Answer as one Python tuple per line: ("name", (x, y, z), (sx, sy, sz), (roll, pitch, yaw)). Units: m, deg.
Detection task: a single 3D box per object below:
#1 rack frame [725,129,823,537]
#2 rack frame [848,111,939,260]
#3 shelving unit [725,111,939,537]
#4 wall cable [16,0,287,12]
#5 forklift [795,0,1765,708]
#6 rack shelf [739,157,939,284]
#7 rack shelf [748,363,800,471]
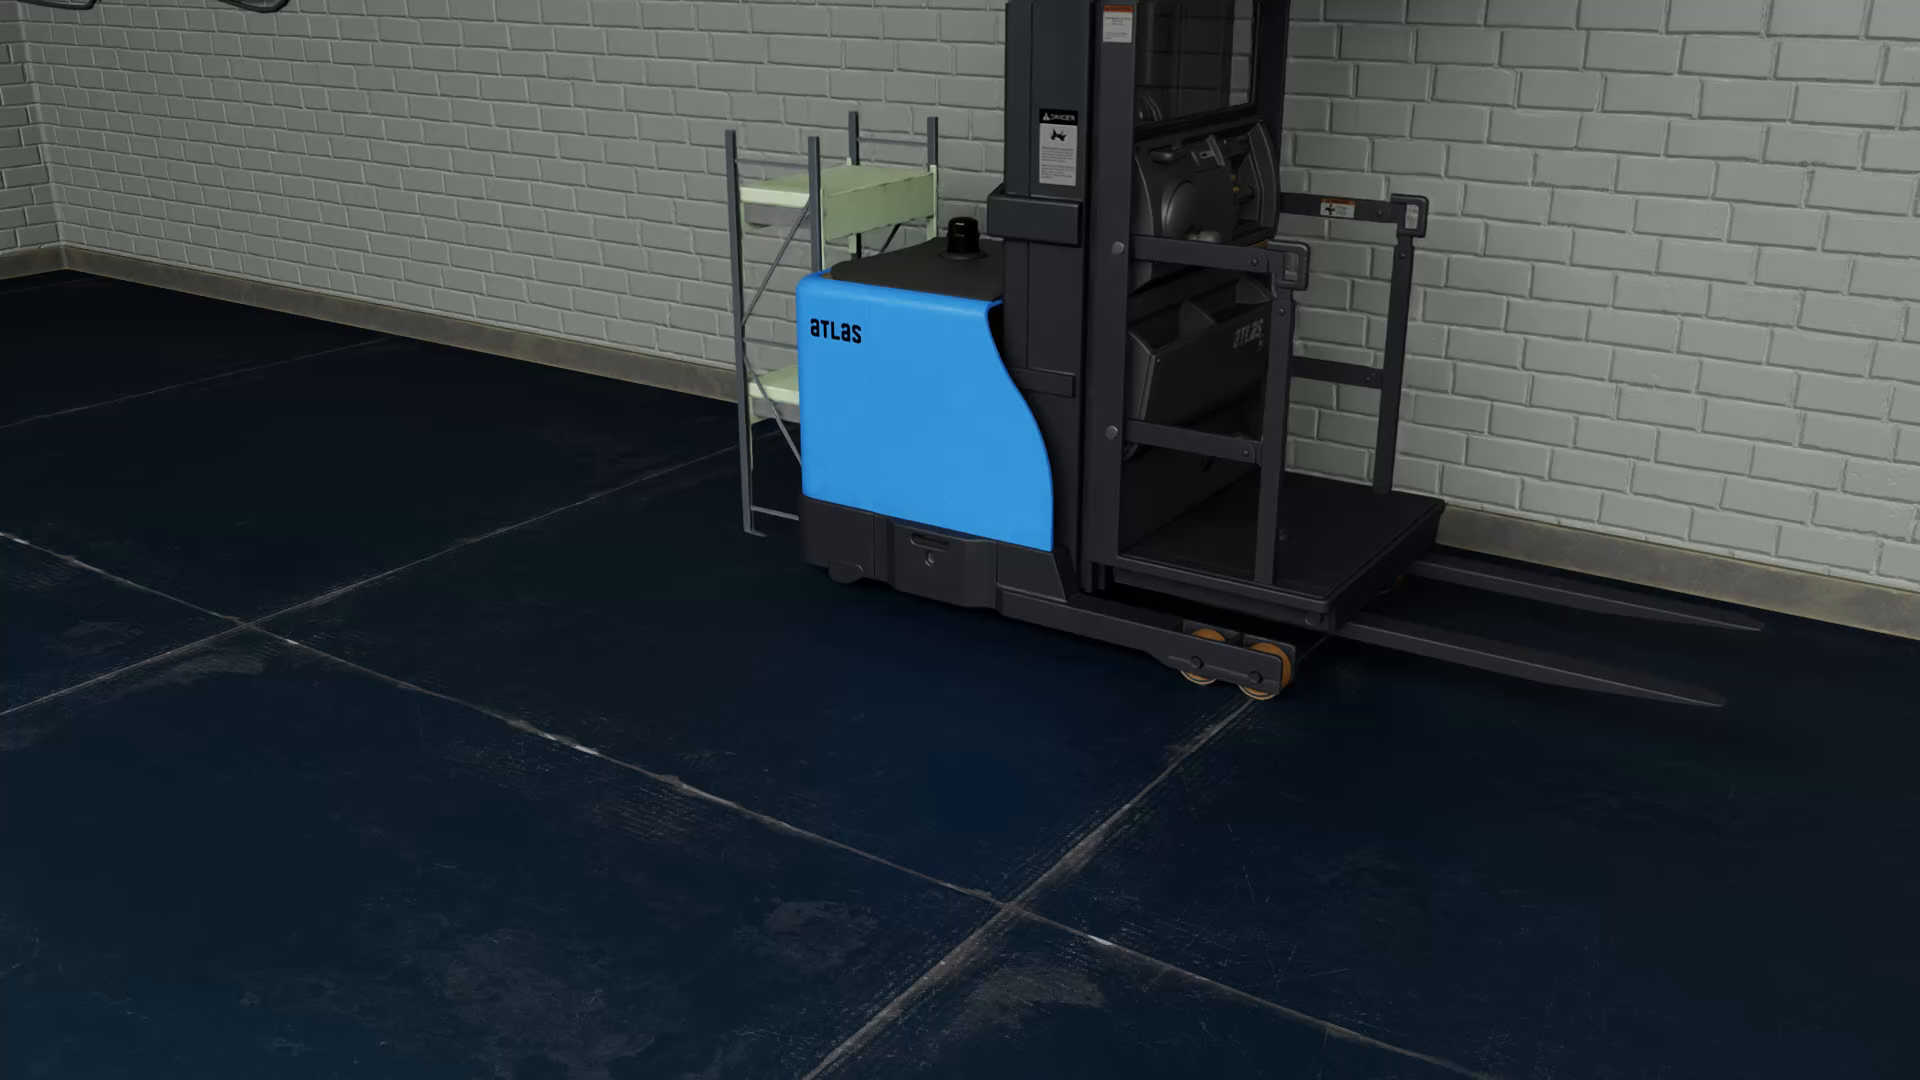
("rack frame", (-0.650, -0.699, 5.992), (0.400, 1.500, 0.023), (13, 24, 30))
("rack frame", (-0.256, -0.913, 6.570), (0.400, 1.500, 0.023), (13, 24, 30))
("shelving unit", (-0.453, -0.806, 6.281), (0.431, 1.500, 0.755), (13, 24, 30))
("wall cable", (-4.840, -4.302, 9.401), (3.097, 2.526, 0.112), (13, 24, 32))
("forklift", (0.946, -1.107, 5.032), (3.031, 2.935, 1.130), (13, 24, 31))
("rack shelf", (-0.453, -1.172, 6.146), (0.431, 0.370, 0.720), (13, 24, 30))
("rack shelf", (-0.453, -0.500, 6.394), (0.431, 0.370, 0.720), (13, 24, 30))
